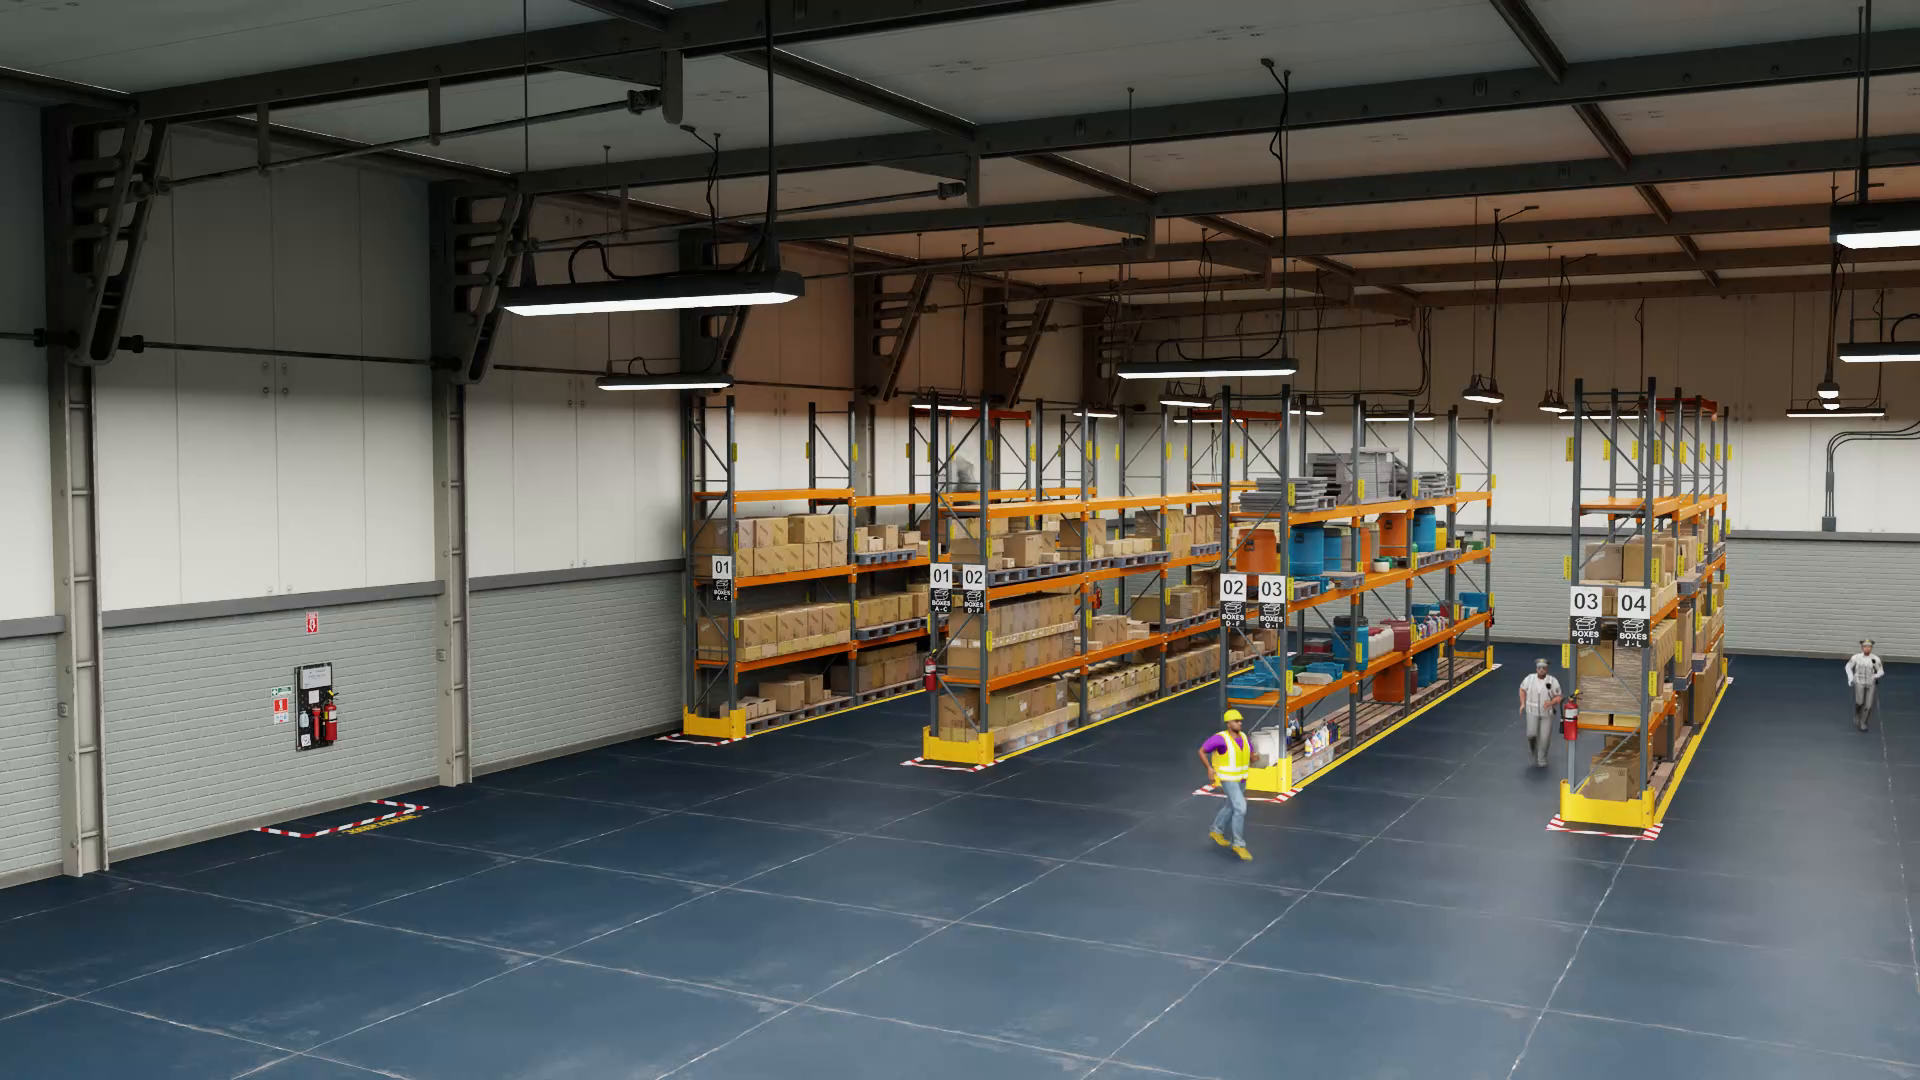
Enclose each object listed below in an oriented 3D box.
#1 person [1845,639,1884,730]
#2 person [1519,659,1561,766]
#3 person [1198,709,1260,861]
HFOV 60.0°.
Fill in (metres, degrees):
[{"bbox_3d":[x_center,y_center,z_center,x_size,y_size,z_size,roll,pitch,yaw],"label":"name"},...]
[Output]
[{"bbox_3d":[16.267,2.596,29.883,0.600,1.652,0.548,1,3,23],"label":"person"},{"bbox_3d":[9.183,2.735,26.338,0.637,1.738,0.741,1,3,21],"label":"person"},{"bbox_3d":[3.391,3.020,20.727,0.677,1.821,0.807,-3,4,-41],"label":"person"}]
